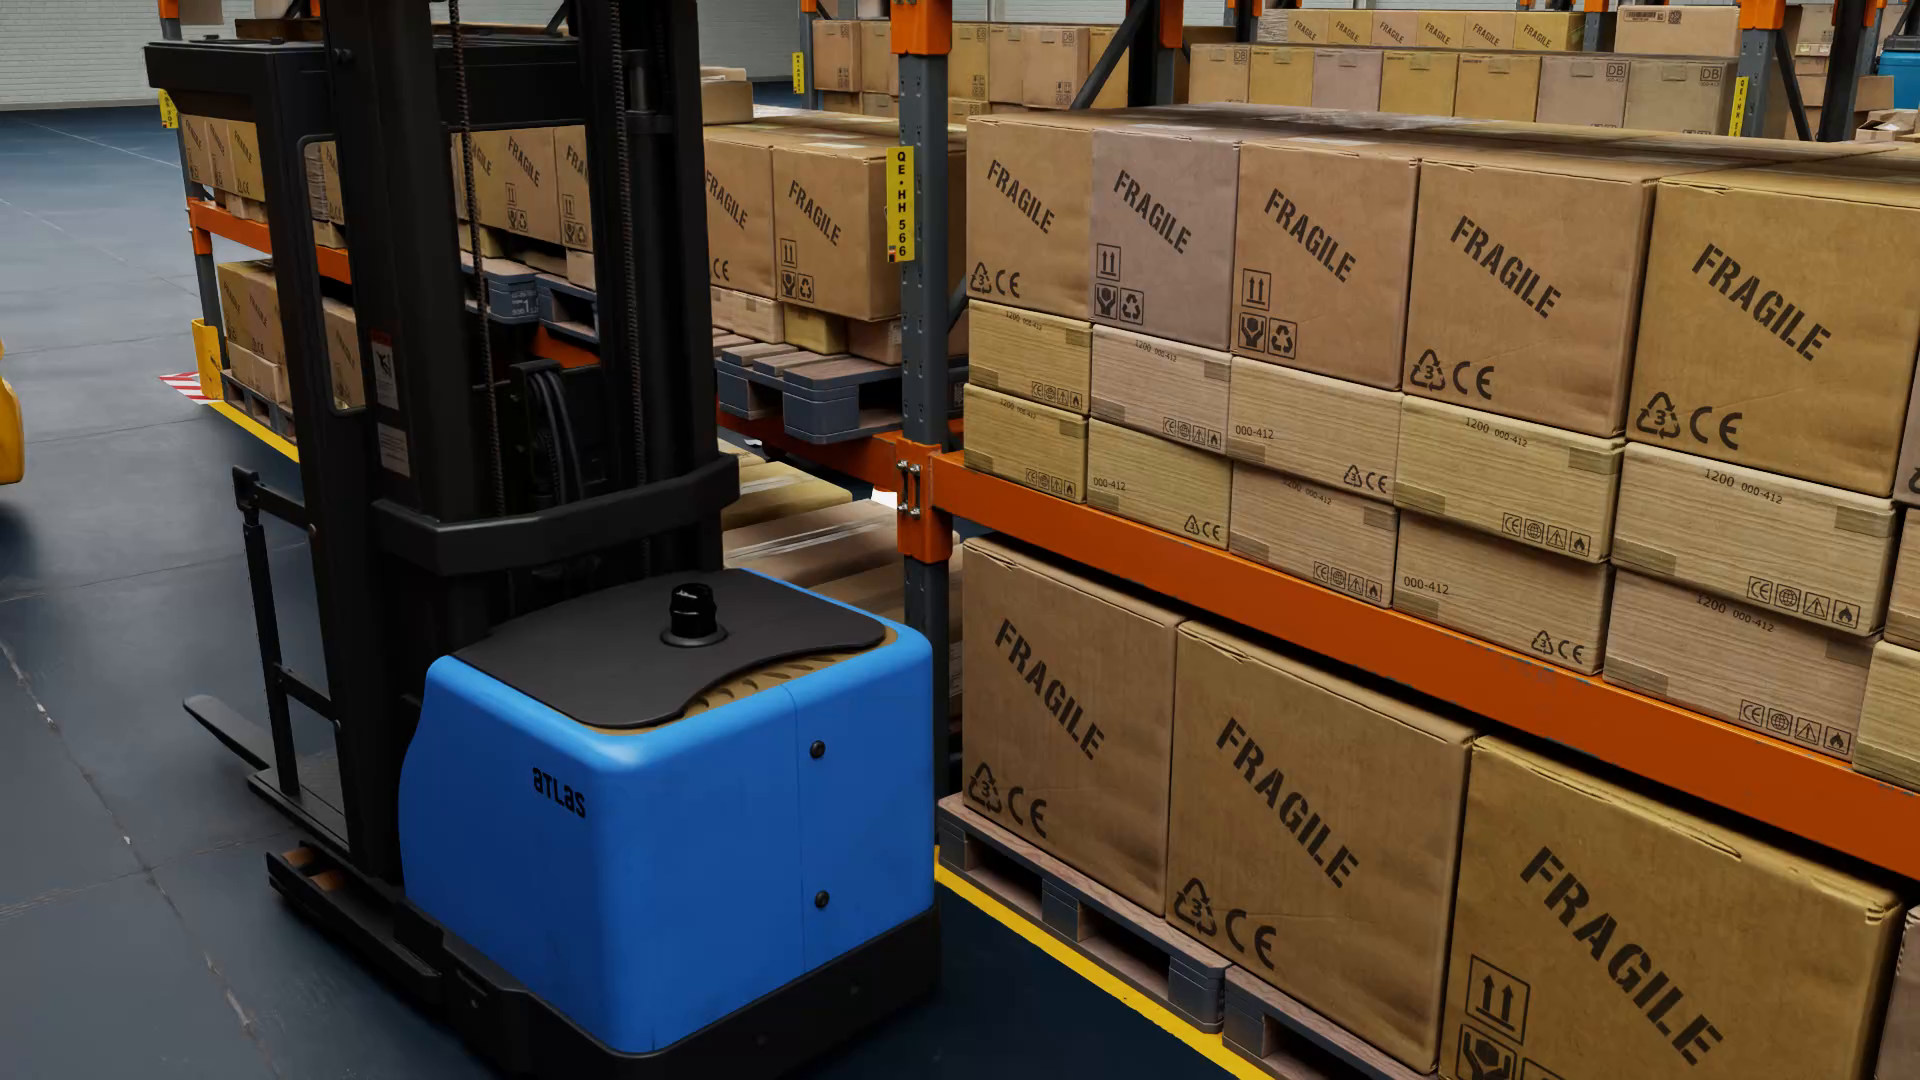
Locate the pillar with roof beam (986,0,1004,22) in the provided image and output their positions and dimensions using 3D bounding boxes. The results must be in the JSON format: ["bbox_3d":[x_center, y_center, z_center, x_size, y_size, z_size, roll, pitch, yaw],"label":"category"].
[{"bbox_3d":[-2.462,-15.287,40.213,9.100,9.000,0.400,-14,23,-36],"label":"pillar with roof beam"}]

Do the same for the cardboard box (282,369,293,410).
[{"bbox_3d":[-3.772,-0.917,10.065,0.500,0.250,0.500,-12,22,-32],"label":"cardboard box"}]

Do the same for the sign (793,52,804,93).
[{"bbox_3d":[-1.337,-3.867,13.767,0.100,0.325,0.005,-14,23,-36],"label":"sign"}]

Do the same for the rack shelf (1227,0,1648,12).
[{"bbox_3d":[4.294,-5.058,15.239,1.077,0.370,4.000,-14,23,-36],"label":"rack shelf"}]

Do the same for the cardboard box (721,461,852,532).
[{"bbox_3d":[-1.022,-0.025,7.177,0.950,0.372,0.625,-13,22,-34],"label":"cardboard box"}]

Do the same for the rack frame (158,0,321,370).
[{"bbox_3d":[-4.716,-2.535,11.245,1.000,3.000,0.127,-14,23,-36],"label":"rack frame"}]

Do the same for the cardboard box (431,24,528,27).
[{"bbox_3d":[-2.635,-2.493,8.897,0.700,0.500,0.500,-14,23,-36],"label":"cardboard box"}]

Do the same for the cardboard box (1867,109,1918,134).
[{"bbox_3d":[7.159,-3.084,12.473,0.500,0.250,0.500,-15,23,-38],"label":"cardboard box"}]

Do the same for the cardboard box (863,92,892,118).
[{"bbox_3d":[-0.274,-3.383,13.569,0.875,0.550,0.550,-14,23,-36],"label":"cardboard box"}]

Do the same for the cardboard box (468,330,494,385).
[{"bbox_3d":[-2.810,-0.892,8.799,0.500,0.500,0.500,-14,23,-37],"label":"cardboard box"}]

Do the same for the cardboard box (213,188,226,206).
[{"bbox_3d":[-4.667,-2.291,10.910,0.380,0.149,0.250,-14,23,-36],"label":"cardboard box"}]

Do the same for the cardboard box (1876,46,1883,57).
[{"bbox_3d":[11.849,-6.239,21.241,0.380,0.149,0.250,-14,23,-36],"label":"cardboard box"}]

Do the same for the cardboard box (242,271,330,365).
[{"bbox_3d":[-4.088,-1.398,10.326,0.500,0.500,0.500,-15,24,-38],"label":"cardboard box"}]

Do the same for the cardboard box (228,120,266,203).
[{"bbox_3d":[-3.998,-2.300,9.905,0.500,0.500,0.500,-15,23,-37],"label":"cardboard box"}]

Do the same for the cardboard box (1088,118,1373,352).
[{"bbox_3d":[0.681,-0.796,4.244,0.500,0.500,0.500,-14,23,-36],"label":"cardboard box"}]

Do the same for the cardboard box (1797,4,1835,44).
[{"bbox_3d":[11.464,-6.806,21.920,0.700,0.500,0.500,-15,23,-38],"label":"cardboard box"}]

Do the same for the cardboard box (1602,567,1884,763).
[{"bbox_3d":[1.645,0.178,3.290,0.500,0.250,0.500,-15,23,-38],"label":"cardboard box"}]

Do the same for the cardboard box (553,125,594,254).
[{"bbox_3d":[-1.231,-1.393,6.498,0.500,0.500,0.500,-15,24,-38],"label":"cardboard box"}]

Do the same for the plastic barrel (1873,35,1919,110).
[{"bbox_3d":[9.421,-4.533,16.484,0.600,0.901,0.708,-14,23,-36],"label":"plastic barrel"}]

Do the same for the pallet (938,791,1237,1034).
[{"bbox_3d":[0.682,0.969,5.099,1.003,0.211,1.213,-14,23,-36],"label":"pallet"}]

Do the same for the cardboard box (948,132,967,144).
[{"bbox_3d":[0.153,-1.107,5.635,0.500,0.500,0.500,-15,23,-38],"label":"cardboard box"}]

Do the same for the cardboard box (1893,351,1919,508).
[{"bbox_3d":[1.934,-0.287,2.707,0.500,0.500,0.500,-13,23,-35],"label":"cardboard box"}]

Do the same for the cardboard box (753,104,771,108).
[{"bbox_3d":[-1.141,-1.618,7.176,0.500,0.500,0.500,-13,22,-34],"label":"cardboard box"}]

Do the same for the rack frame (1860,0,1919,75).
[{"bbox_3d":[9.419,-4.450,17.029,1.000,3.000,0.127,-14,23,-36],"label":"rack frame"}]

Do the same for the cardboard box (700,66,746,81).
[{"bbox_3d":[-1.142,-1.945,7.132,0.380,0.149,0.250,-15,24,-38],"label":"cardboard box"}]

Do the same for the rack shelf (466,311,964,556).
[{"bbox_3d":[-0.990,-0.715,6.893,1.077,0.370,4.000,-14,23,-36],"label":"rack shelf"}]

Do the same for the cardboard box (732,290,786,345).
[{"bbox_3d":[-0.551,-0.784,5.688,0.380,0.149,0.250,-14,23,-37],"label":"cardboard box"}]

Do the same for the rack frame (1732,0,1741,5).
[{"bbox_3d":[10.820,-6.401,22.922,1.000,3.000,0.127,-14,23,-36],"label":"rack frame"}]

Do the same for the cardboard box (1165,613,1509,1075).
[{"bbox_3d":[1.166,0.653,4.331,0.875,0.875,0.875,-14,23,-35],"label":"cardboard box"}]

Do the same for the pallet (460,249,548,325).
[{"bbox_3d":[-1.872,-1.241,7.644,1.003,0.211,1.213,-14,23,-36],"label":"pallet"}]

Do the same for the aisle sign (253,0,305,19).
[{"bbox_3d":[-4.527,-3.841,11.054,0.394,0.787,0.004,-14,23,-36],"label":"aisle sign"}]

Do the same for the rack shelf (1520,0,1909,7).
[{"bbox_3d":[8.177,-6.025,18.159,1.077,0.370,4.000,-14,23,-36],"label":"rack shelf"}]

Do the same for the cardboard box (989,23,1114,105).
[{"bbox_3d":[0.723,-3.494,12.186,0.875,0.550,0.550,-14,23,-36],"label":"cardboard box"}]

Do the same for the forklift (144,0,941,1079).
[{"bbox_3d":[-1.455,-0.350,4.757,3.031,2.935,1.130,17,25,42],"label":"forklift"}]

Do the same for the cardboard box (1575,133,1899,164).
[{"bbox_3d":[1.714,-0.634,3.757,0.500,0.500,0.500,-14,23,-37],"label":"cardboard box"}]

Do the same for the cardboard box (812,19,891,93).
[{"bbox_3d":[-0.698,-4.010,13.746,0.875,0.550,0.550,-14,23,-36],"label":"cardboard box"}]

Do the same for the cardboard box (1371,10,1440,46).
[{"bbox_3d":[4.112,-4.574,15.181,0.500,0.500,0.500,-14,23,-36],"label":"cardboard box"}]

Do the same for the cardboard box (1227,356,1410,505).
[{"bbox_3d":[0.992,-0.304,3.951,0.500,0.250,0.500,-14,23,-36],"label":"cardboard box"}]

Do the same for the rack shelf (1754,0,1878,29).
[{"bbox_3d":[5.311,-2.144,6.438,1.077,0.370,4.000,-14,23,-36],"label":"rack shelf"}]

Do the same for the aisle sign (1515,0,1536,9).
[{"bbox_3d":[6.661,-6.630,19.478,0.394,0.787,0.004,-14,23,-36],"label":"aisle sign"}]

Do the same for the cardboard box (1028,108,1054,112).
[{"bbox_3d":[0.988,-2.831,11.901,0.875,0.550,0.550,-14,23,-36],"label":"cardboard box"}]

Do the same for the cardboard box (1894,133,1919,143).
[{"bbox_3d":[4.733,-1.886,8.070,0.380,0.149,0.250,-15,24,-38],"label":"cardboard box"}]

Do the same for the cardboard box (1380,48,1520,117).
[{"bbox_3d":[2.845,-2.565,9.588,0.700,0.500,0.500,-14,23,-37],"label":"cardboard box"}]

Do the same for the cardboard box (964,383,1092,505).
[{"bbox_3d":[0.358,-0.322,4.803,0.500,0.250,0.500,-14,23,-37],"label":"cardboard box"}]

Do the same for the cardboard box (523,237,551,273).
[{"bbox_3d":[-1.626,-1.241,7.071,0.380,0.149,0.250,-14,23,-35],"label":"cardboard box"}]

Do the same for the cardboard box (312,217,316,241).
[{"bbox_3d":[-3.440,-1.768,9.330,0.380,0.149,0.250,-14,23,-37],"label":"cardboard box"}]

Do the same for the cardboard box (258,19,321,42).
[{"bbox_3d":[-3.919,-2.988,10.393,0.700,0.500,0.500,-14,23,-36],"label":"cardboard box"}]
